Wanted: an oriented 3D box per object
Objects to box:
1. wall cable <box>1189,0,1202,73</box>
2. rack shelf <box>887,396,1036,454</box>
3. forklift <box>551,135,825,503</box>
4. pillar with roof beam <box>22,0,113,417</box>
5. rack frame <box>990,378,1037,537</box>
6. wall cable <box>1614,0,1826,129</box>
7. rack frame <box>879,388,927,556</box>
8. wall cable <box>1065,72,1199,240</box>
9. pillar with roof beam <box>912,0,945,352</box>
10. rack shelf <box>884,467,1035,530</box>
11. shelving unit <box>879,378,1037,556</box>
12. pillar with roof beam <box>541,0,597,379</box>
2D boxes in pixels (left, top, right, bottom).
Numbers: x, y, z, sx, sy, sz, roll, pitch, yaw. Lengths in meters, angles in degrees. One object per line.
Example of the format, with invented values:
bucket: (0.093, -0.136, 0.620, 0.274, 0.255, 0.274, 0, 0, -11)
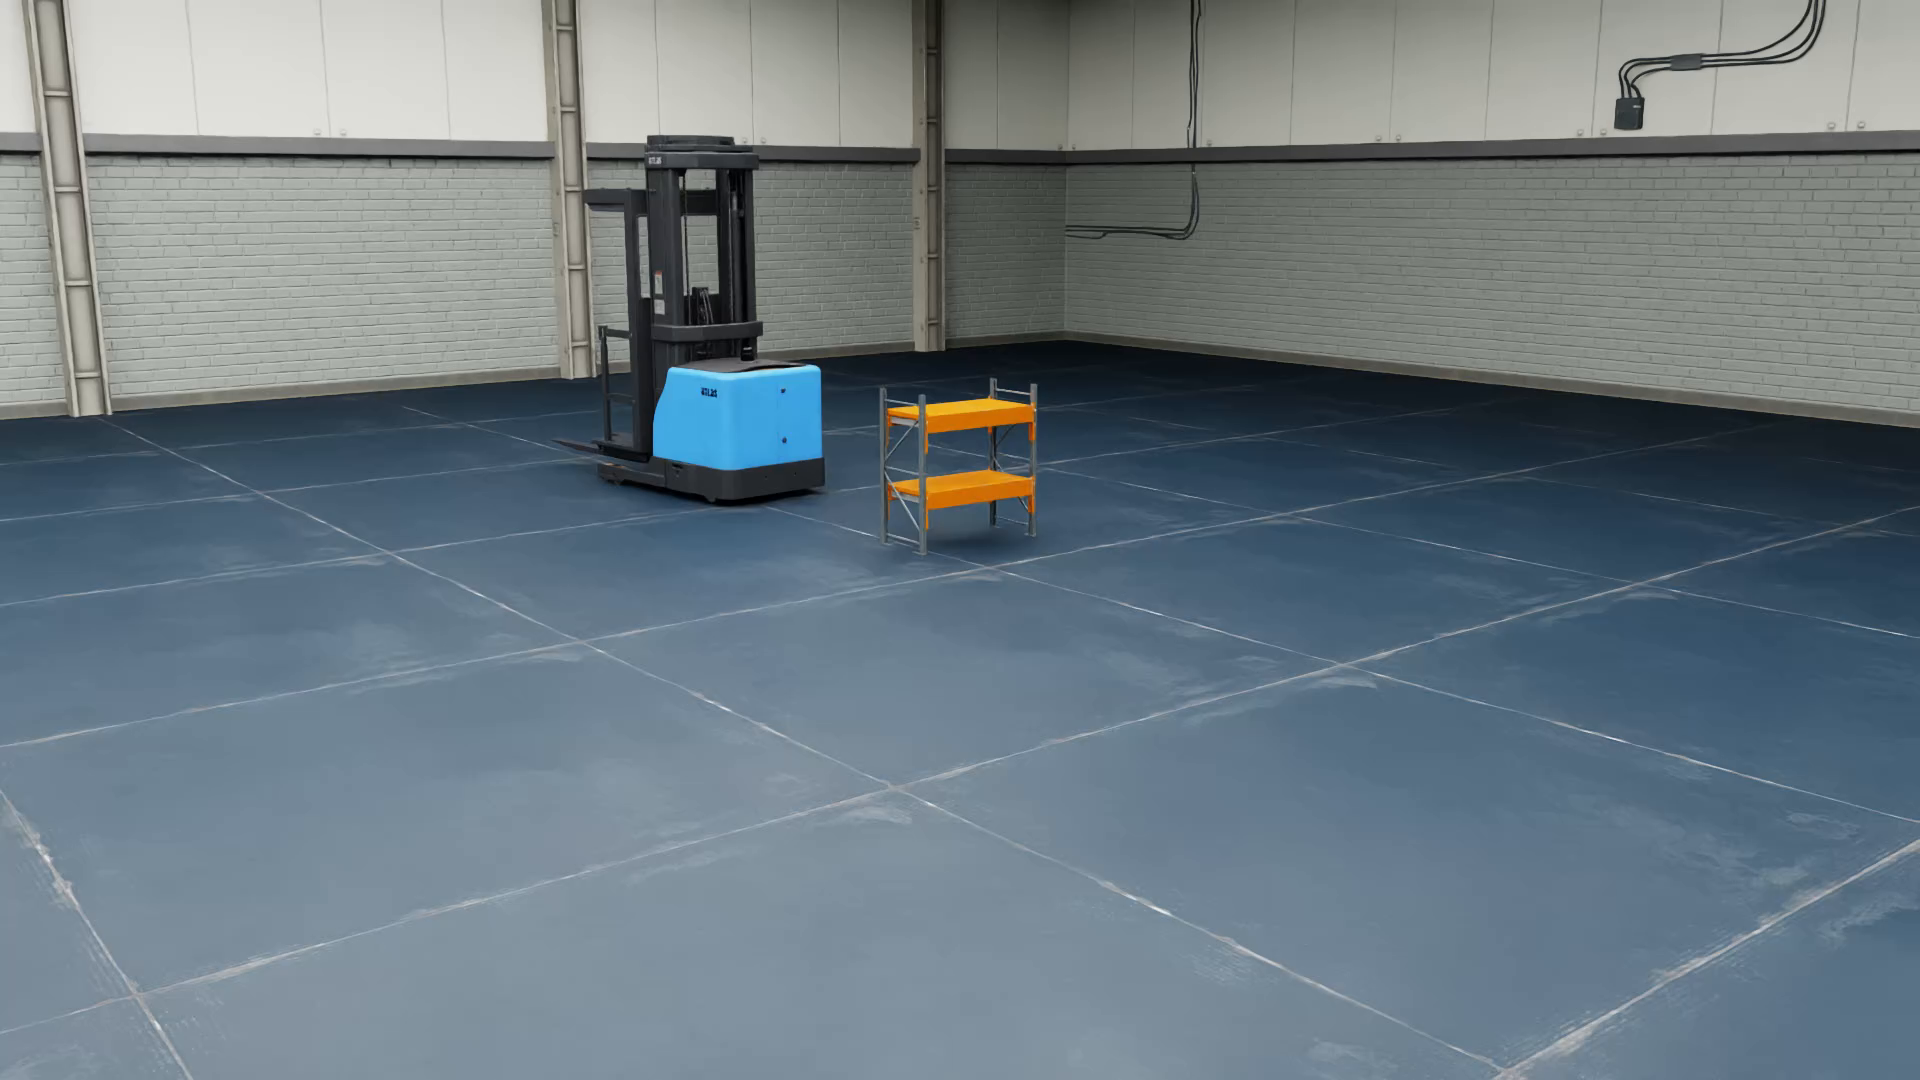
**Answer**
wall cable: (4.338, -8.062, 23.749, 0.112, 2.526, 3.097, -9, 15, -38)
rack shelf: (-0.005, -0.836, 11.947, 1.000, 0.278, 0.538, -9, 15, -38)
forklift: (-2.520, -1.977, 14.381, 1.130, 2.935, 3.031, -11, 16, -43)
pillar with roof beam: (-7.159, -5.126, 14.606, 0.400, 9.000, 9.100, -9, 15, -38)
rack frame: (0.392, -0.615, 12.318, 0.032, 1.125, 0.500, -9, 15, -38)
wall cable: (8.566, -7.671, 18.403, 0.169, 6.003, 2.305, -9, 15, -38)
rack frame: (-0.402, -0.483, 11.697, 0.032, 1.125, 0.500, -9, 15, -38)
wall cable: (2.648, -6.031, 26.340, 0.112, 2.526, 3.097, -9, 15, -38)
pillar with roof beam: (2.211, -6.684, 21.939, 0.400, 9.000, 9.100, -9, 15, -38)
rack shelf: (-0.005, -0.310, 12.059, 1.000, 0.278, 0.538, -9, 15, -38)
shelving unit: (-0.005, -0.549, 12.008, 1.048, 1.125, 0.538, -9, 15, -38)
pillar with roof beam: (-2.474, -5.905, 18.273, 0.400, 9.000, 9.100, -9, 15, -38)
